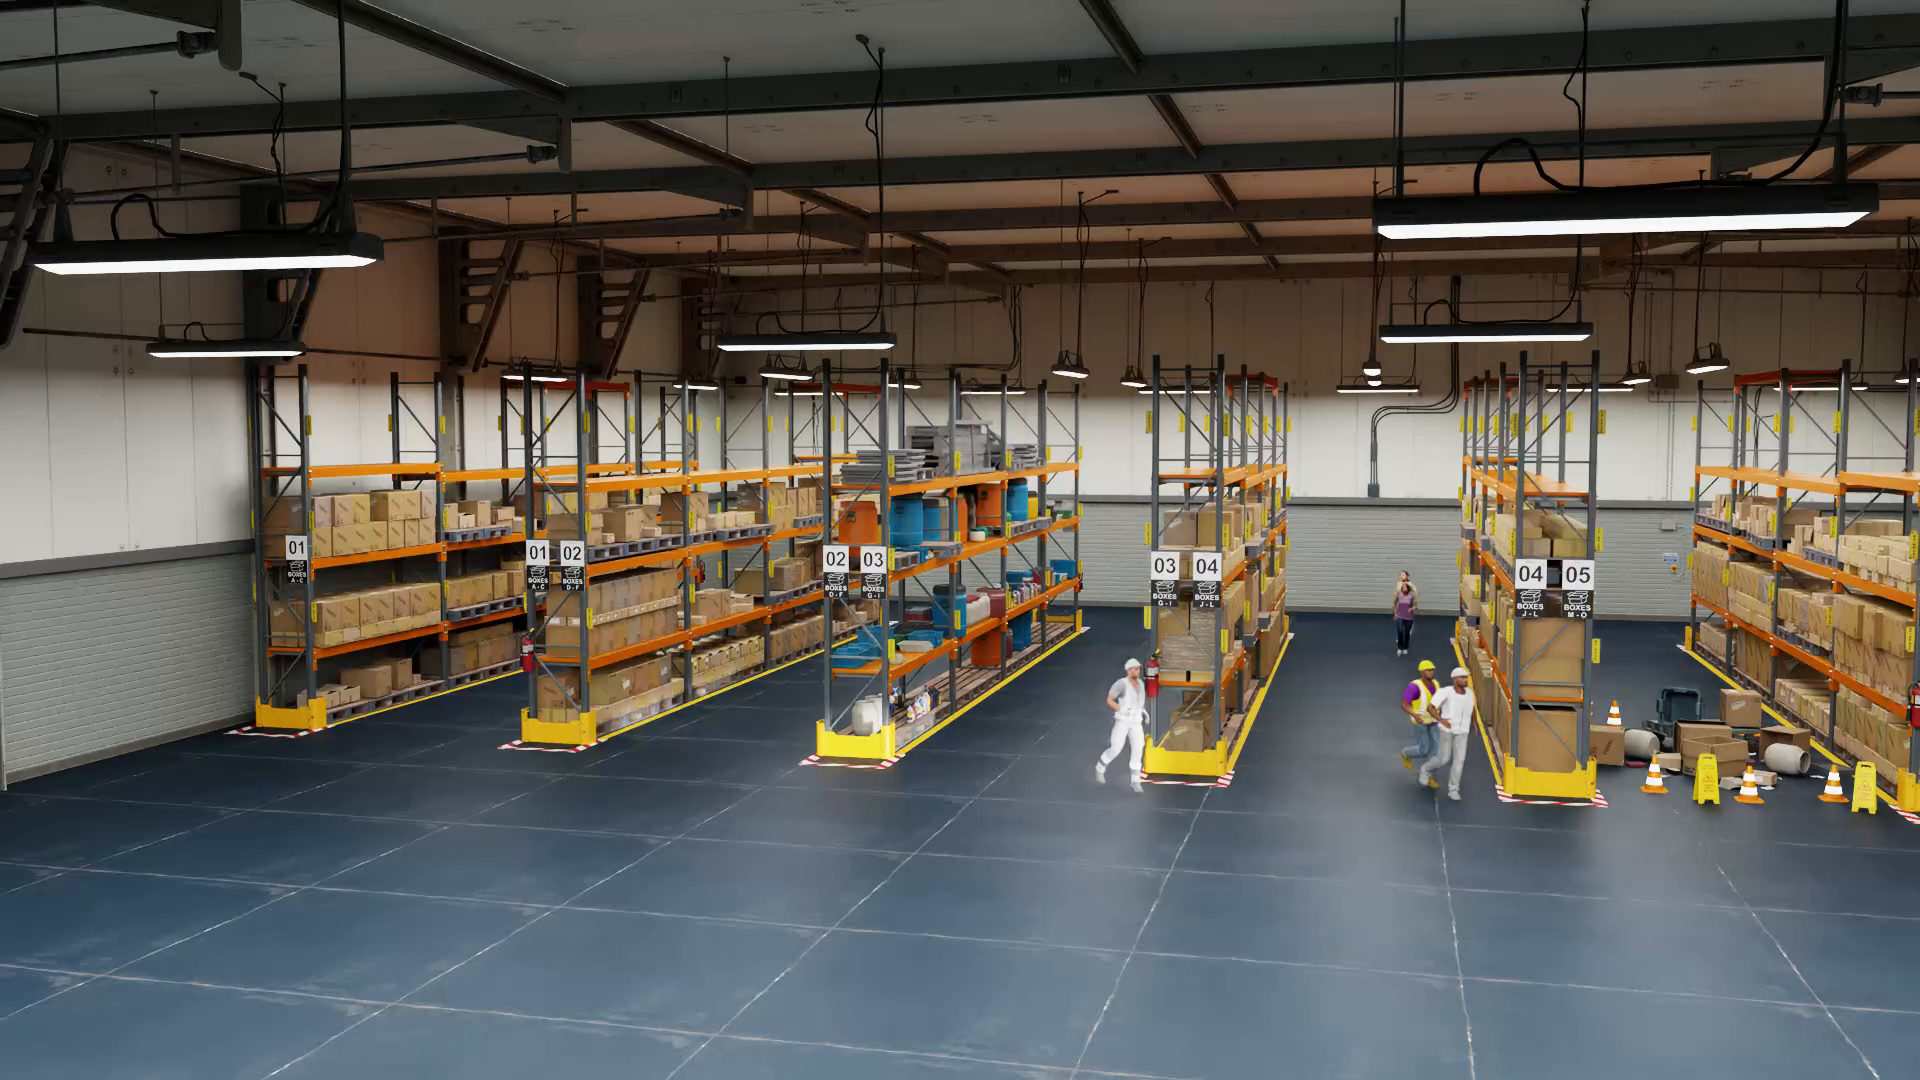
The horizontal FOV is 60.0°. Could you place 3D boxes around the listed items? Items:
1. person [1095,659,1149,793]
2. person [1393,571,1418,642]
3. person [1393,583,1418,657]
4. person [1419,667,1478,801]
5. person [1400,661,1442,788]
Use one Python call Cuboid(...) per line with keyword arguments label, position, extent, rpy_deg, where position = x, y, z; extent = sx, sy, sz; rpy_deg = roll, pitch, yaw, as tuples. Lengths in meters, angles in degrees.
Cuboid(label="person", position=(2.351, 2.522, 22.906), extent=(0.715, 1.768, 0.966), rpy_deg=(-2, 4, -29))
Cuboid(label="person", position=(10.344, 1.529, 38.697), extent=(0.639, 1.642, 0.612), rpy_deg=(-3, 5, -39))
Cuboid(label="person", position=(9.633, 1.728, 35.991), extent=(0.528, 1.604, 0.684), rpy_deg=(1, 4, 15))
Cuboid(label="person", position=(6.699, 2.588, 22.476), extent=(0.765, 1.719, 0.919), rpy_deg=(-1, 4, -13))
Cuboid(label="person", position=(6.496, 2.549, 23.277), extent=(0.708, 1.749, 0.727), rpy_deg=(-1, 4, -21))
